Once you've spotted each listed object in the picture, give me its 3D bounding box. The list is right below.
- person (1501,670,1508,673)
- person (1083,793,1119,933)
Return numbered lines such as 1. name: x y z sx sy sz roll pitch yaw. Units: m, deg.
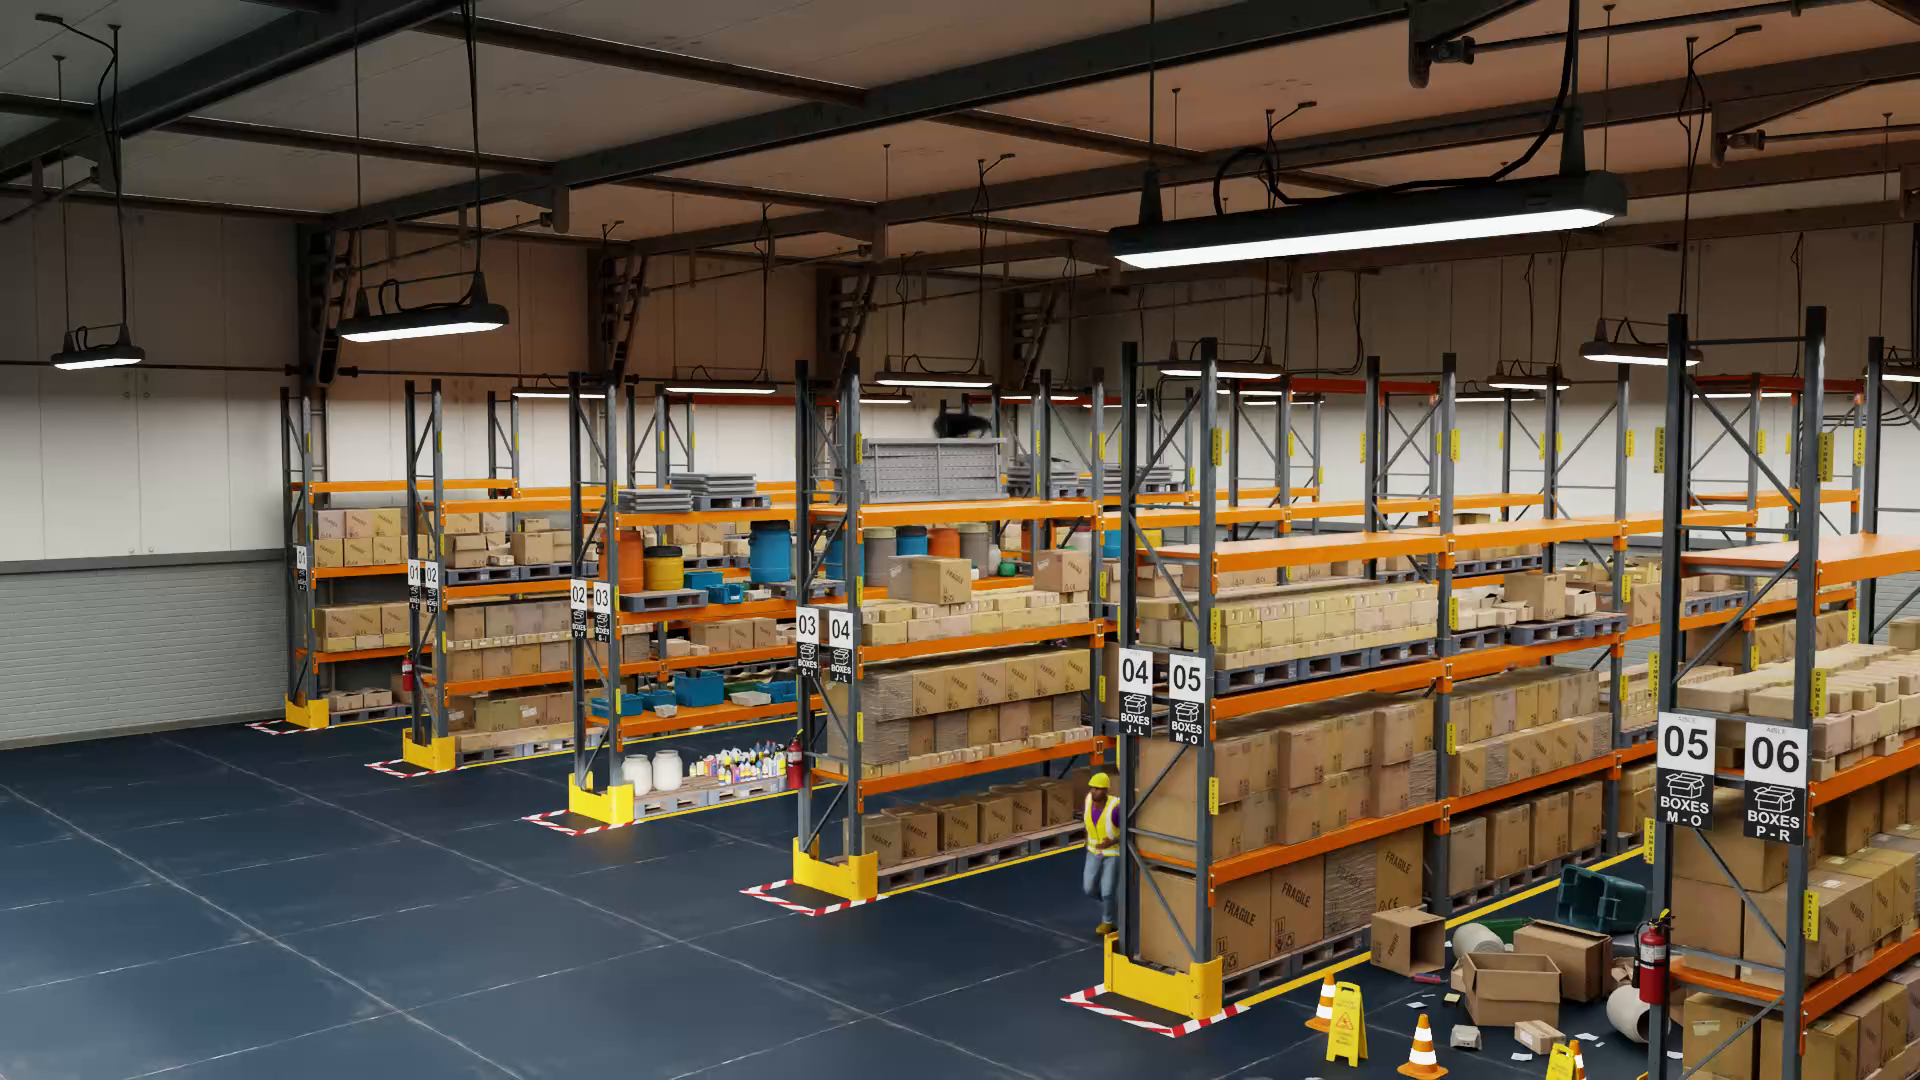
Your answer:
1. person: 8.655 2.772 26.092 0.446 1.455 0.760 3 5 41
2. person: 1.525 3.325 17.154 0.657 1.475 0.505 2 4 32
